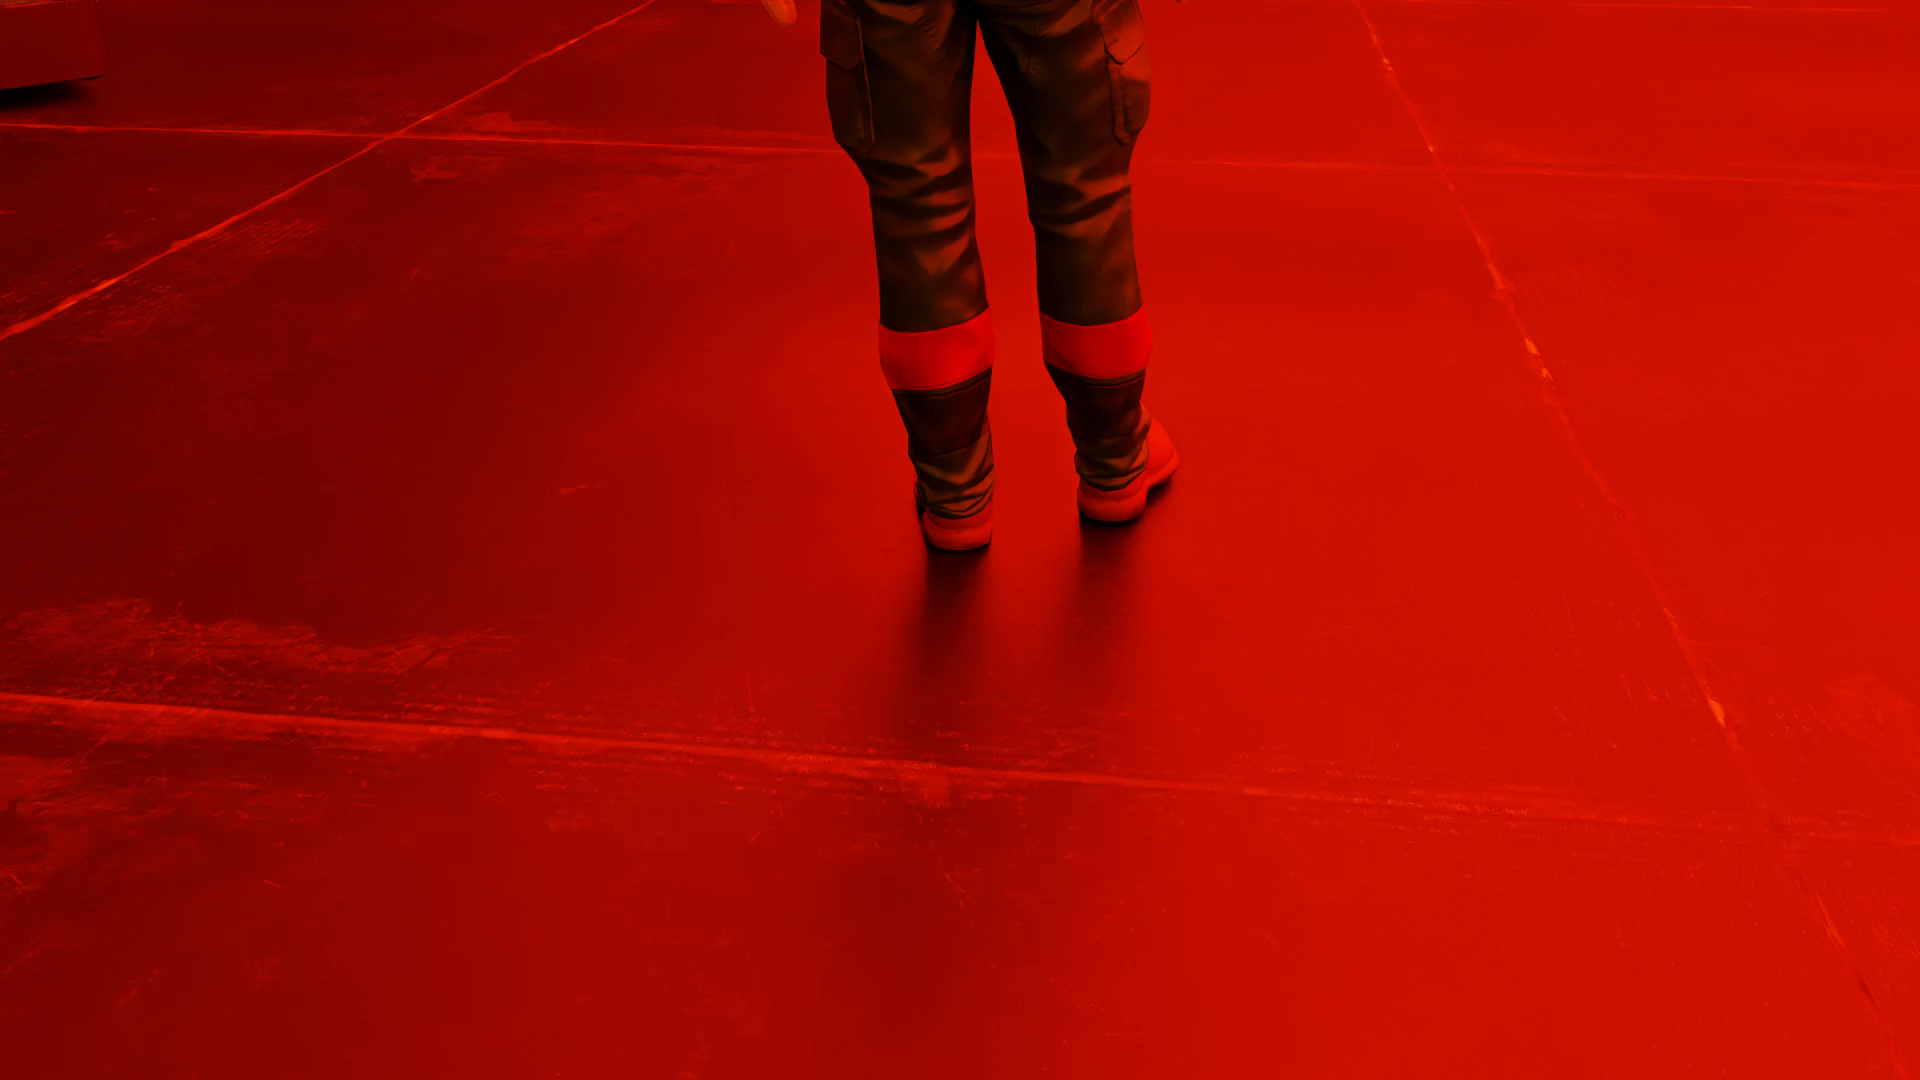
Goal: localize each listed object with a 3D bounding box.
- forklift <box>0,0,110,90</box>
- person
[{"bbox_3d":[-4.158,-3.039,5.308,3.031,2.935,1.130,23,34,38],"label":"forklift"},{"bbox_3d":[0.023,-0.842,2.168,0.637,1.790,0.562,3,27,7],"label":"person"}]
